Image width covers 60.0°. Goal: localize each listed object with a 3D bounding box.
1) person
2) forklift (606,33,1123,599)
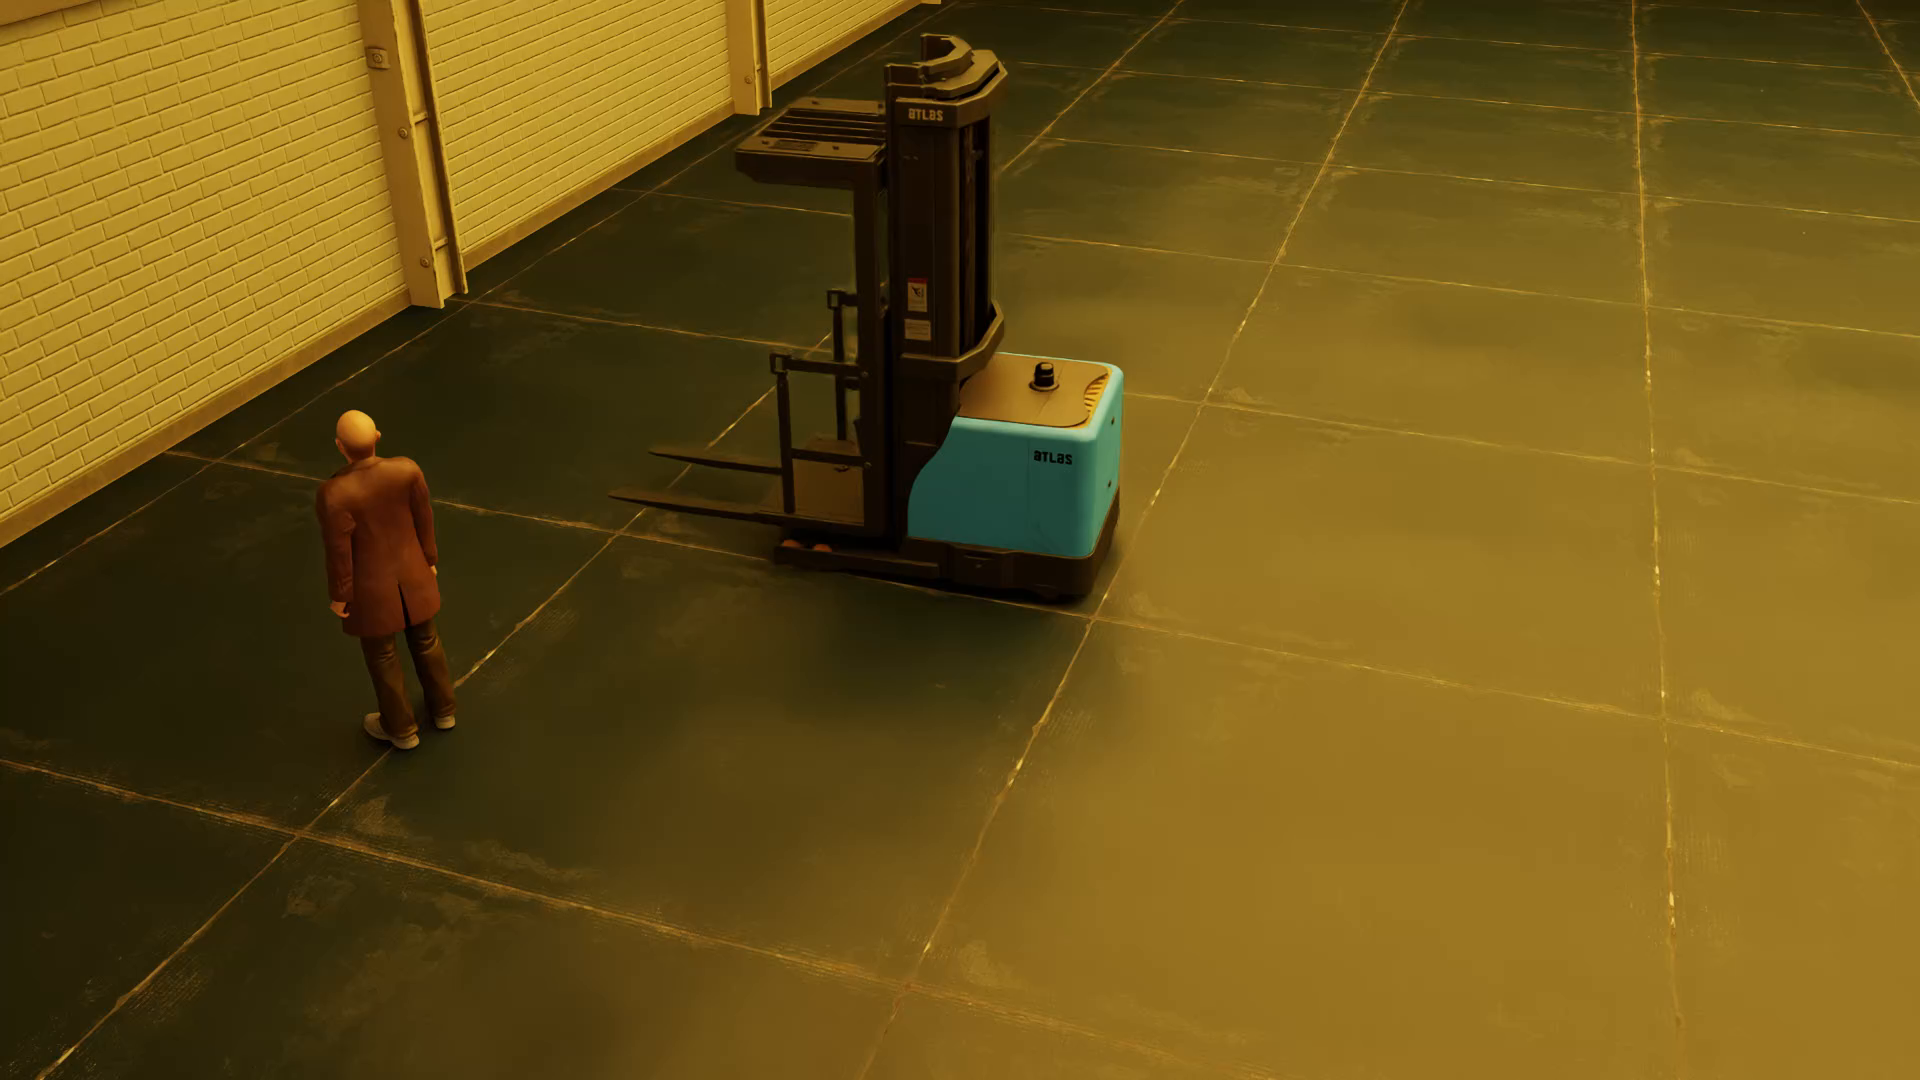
[{"bbox_3d":[-2.786,0.176,7.989,0.551,1.782,0.393,-26,39,-37],"label":"person"},{"bbox_3d":[-0.607,-1.326,9.462,3.031,2.935,1.130,7,30,13],"label":"forklift"}]
